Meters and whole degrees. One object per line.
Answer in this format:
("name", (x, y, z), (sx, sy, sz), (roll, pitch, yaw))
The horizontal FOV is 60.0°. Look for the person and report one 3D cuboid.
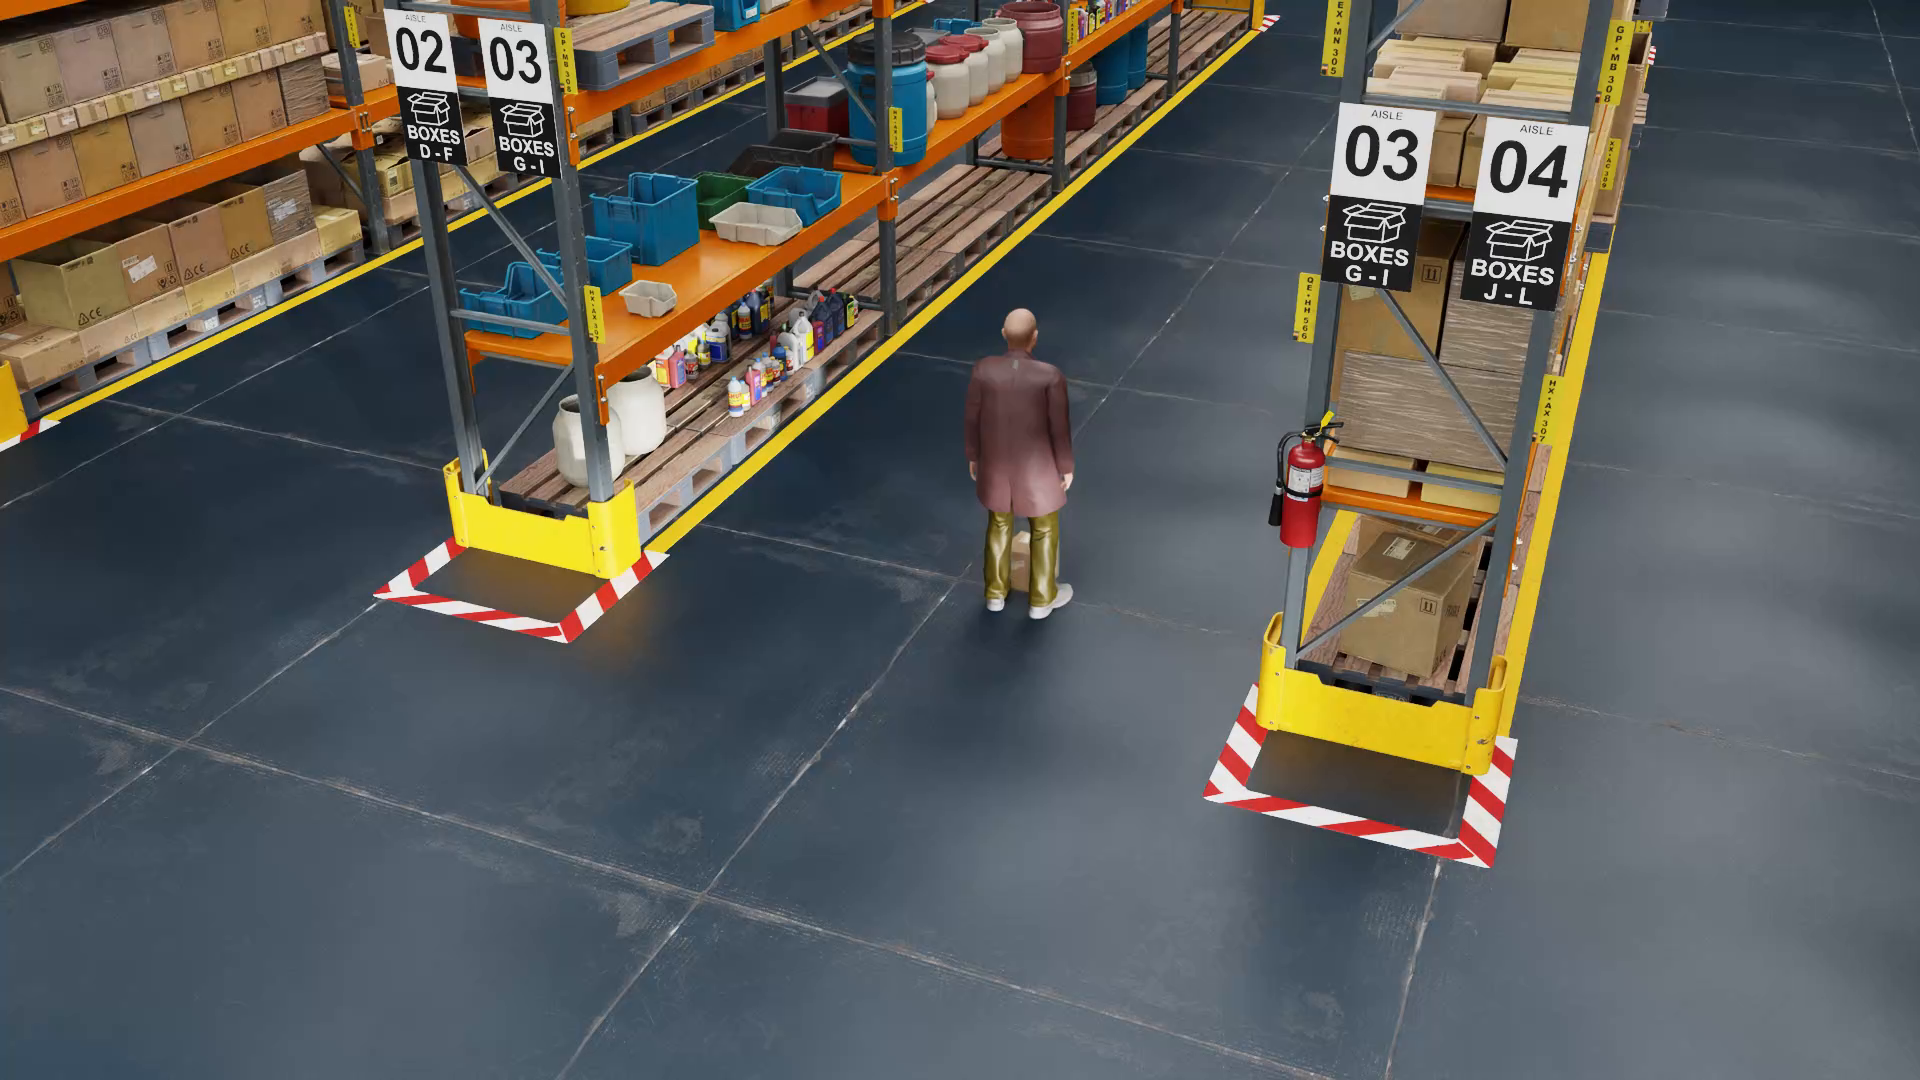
("person", (0.327, -0.415, 9.163), (0.635, 1.773, 0.427), (10, 31, 17))
